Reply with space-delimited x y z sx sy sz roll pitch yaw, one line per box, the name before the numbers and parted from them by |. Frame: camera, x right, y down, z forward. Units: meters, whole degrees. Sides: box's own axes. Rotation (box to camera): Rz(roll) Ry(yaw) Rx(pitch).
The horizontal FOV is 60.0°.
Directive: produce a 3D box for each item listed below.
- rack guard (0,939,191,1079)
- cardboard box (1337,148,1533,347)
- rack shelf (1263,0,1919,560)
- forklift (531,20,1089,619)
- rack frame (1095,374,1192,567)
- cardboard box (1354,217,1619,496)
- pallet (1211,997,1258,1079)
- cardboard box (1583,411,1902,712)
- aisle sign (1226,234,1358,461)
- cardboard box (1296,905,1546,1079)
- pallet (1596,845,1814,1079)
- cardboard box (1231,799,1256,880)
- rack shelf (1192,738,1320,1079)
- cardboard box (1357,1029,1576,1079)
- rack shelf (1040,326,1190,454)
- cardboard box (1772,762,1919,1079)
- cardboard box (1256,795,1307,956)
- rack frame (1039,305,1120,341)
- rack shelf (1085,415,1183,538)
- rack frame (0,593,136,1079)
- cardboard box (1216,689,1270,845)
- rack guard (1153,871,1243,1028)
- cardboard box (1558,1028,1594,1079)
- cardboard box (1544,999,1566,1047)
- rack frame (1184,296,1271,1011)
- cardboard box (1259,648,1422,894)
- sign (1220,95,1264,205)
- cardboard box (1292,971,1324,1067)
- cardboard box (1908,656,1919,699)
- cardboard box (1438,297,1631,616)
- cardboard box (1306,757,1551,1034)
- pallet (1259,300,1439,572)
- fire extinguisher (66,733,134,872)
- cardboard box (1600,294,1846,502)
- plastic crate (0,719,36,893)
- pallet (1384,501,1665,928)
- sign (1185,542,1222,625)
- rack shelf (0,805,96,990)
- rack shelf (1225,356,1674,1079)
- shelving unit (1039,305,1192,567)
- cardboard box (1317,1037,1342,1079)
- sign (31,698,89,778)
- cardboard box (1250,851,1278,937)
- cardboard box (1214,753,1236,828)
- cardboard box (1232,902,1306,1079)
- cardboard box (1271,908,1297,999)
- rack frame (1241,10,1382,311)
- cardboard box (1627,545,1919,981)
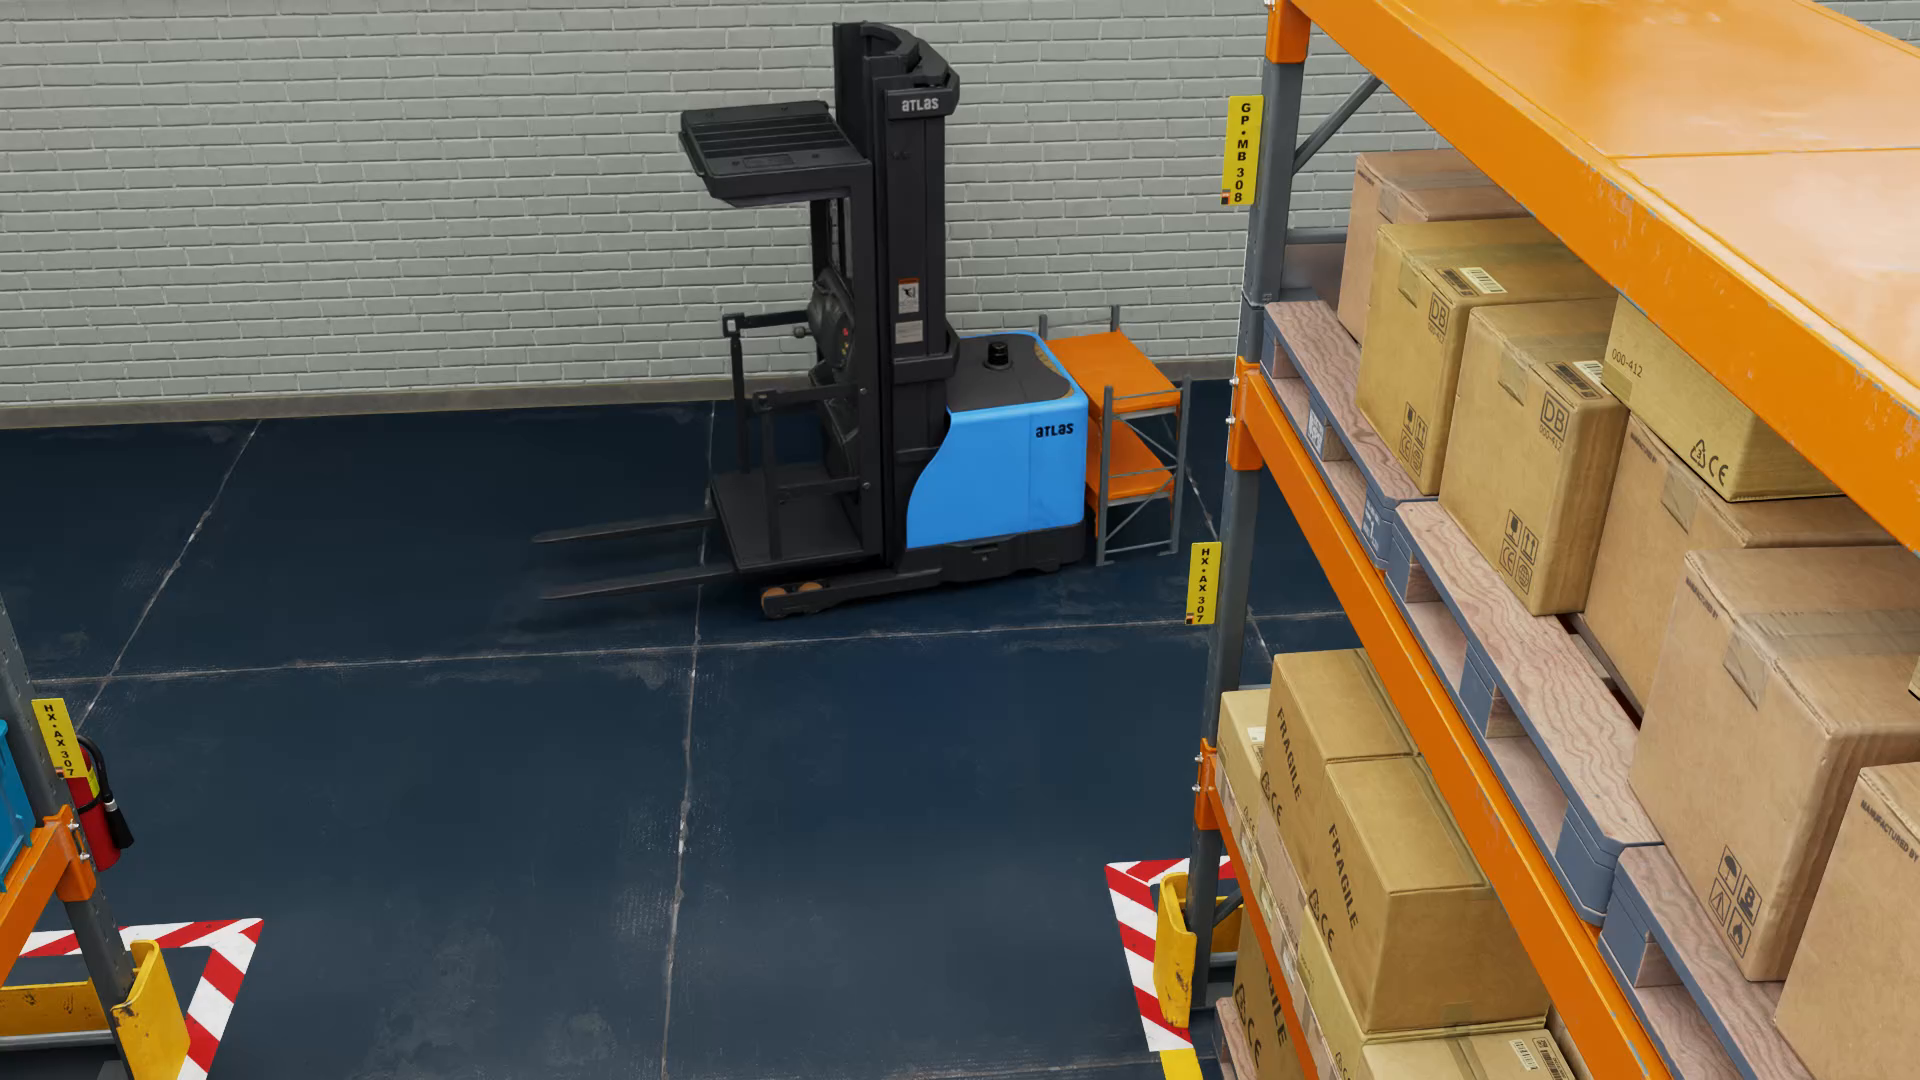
rack guard | -3.566 1.830 6.199 1.175 0.500 0.348 -3 31 -5
cardboard box | 1.482 -0.759 4.567 0.700 0.500 0.500 -5 31 -8
rack shelf | 1.567 -0.542 2.974 1.077 0.370 4.000 -3 31 -5
forklift | -0.863 -1.133 8.789 3.031 2.935 1.130 -8 32 -14
rack frame | 1.018 -0.377 9.285 0.500 1.125 0.032 -9 32 -15
cardboard box | 1.415 -0.466 4.076 0.700 0.500 0.500 -4 31 -6
pallet | 1.533 2.133 5.973 1.003 0.211 1.213 -3 31 -5
cardboard box | 1.668 0.075 3.170 0.700 0.500 0.500 -1 31 -2
aisle sign | 1.075 -0.607 5.306 0.394 0.787 0.004 -3 31 -5
cardboard box | 1.255 1.248 4.592 0.500 0.250 0.500 -4 31 -6
pallet | 1.688 0.906 2.470 1.003 0.211 1.213 -3 31 -5
cardboard box | 1.110 0.967 5.451 0.380 0.149 0.250 -3 31 -5
rack shelf | 1.567 1.862 4.410 1.077 0.370 4.000 -3 31 -5
cardboard box | 1.309 1.514 4.146 0.500 0.250 0.500 -3 31 -6
rack shelf | 0.863 -0.876 9.550 0.538 0.278 1.000 -9 32 -15
cardboard box | 1.621 0.623 2.252 0.700 0.500 0.500 -5 31 -8
cardboard box | 1.212 0.991 5.022 0.500 0.250 0.500 -3 31 -5
rack frame | 0.709 -0.874 10.116 0.500 1.125 0.032 -9 32 -15
rack shelf | 0.863 -0.415 9.826 0.538 0.278 1.000 -9 32 -15
rack frame | -3.551 0.769 5.538 1.000 3.000 0.127 -3 31 -5
cardboard box | 1.156 0.726 5.466 0.500 0.250 0.500 -4 31 -6
rack guard | 1.378 1.592 6.597 1.175 0.500 0.348 -3 31 -5
cardboard box | 1.837 1.488 4.191 0.500 0.250 0.500 -3 31 -4
cardboard box | 1.785 1.222 4.636 0.500 0.250 0.500 -4 31 -6
rack frame | 1.380 0.532 5.935 1.000 3.000 0.127 -3 31 -5
cardboard box | 1.203 0.660 4.846 0.500 0.500 0.500 -3 31 -6
sign | 0.827 -1.142 4.882 0.100 0.325 0.005 -3 31 -5
cardboard box | 1.183 1.361 4.792 0.380 0.149 0.250 -3 31 -6
cardboard box | 1.673 0.217 2.200 0.500 0.250 0.500 -5 31 -8
cardboard box | 1.511 -0.205 3.638 0.700 0.500 0.500 -5 31 -8
cardboard box | 1.258 0.924 4.404 0.500 0.500 0.500 -4 31 -6
pallet | 1.460 -0.340 4.556 1.003 0.211 1.213 -3 31 -5
fire extinguisher | -3.113 0.863 5.819 0.296 0.674 0.183 -3 31 -5
cardboard box | 1.559 -0.312 3.087 0.500 0.250 0.500 -4 31 -6
plastic crate | -3.334 0.890 5.242 0.616 0.435 0.499 -3 31 -5
pallet | 1.577 0.284 3.510 1.003 0.211 1.213 -3 31 -5
sign | 0.827 0.149 5.654 0.100 0.325 0.005 -3 31 -5
rack shelf | -3.364 2.099 4.013 1.077 0.370 4.000 -3 31 -5
rack shelf | 1.567 0.574 3.641 1.077 0.370 4.000 -3 31 -5
shelving unit | 0.863 -0.625 9.700 0.538 1.125 1.048 -9 32 -15
cardboard box | 1.208 1.493 4.571 0.380 0.149 0.250 -3 31 -5
sign | -3.005 0.664 5.554 0.100 0.325 0.005 -3 31 -5
cardboard box | 1.135 1.098 5.232 0.380 0.149 0.250 -3 31 -6
cardboard box | 1.085 0.837 5.670 0.380 0.149 0.250 -2 31 -4
cardboard box | 1.520 1.586 5.832 0.875 0.875 0.875 -3 31 -5
cardboard box | 1.160 1.231 5.009 0.380 0.149 0.250 -3 31 -5
rack frame | 1.380 -2.044 4.397 1.000 3.000 0.127 -3 31 -5
cardboard box | 1.575 0.348 2.712 0.700 0.500 0.500 -1 31 -2
